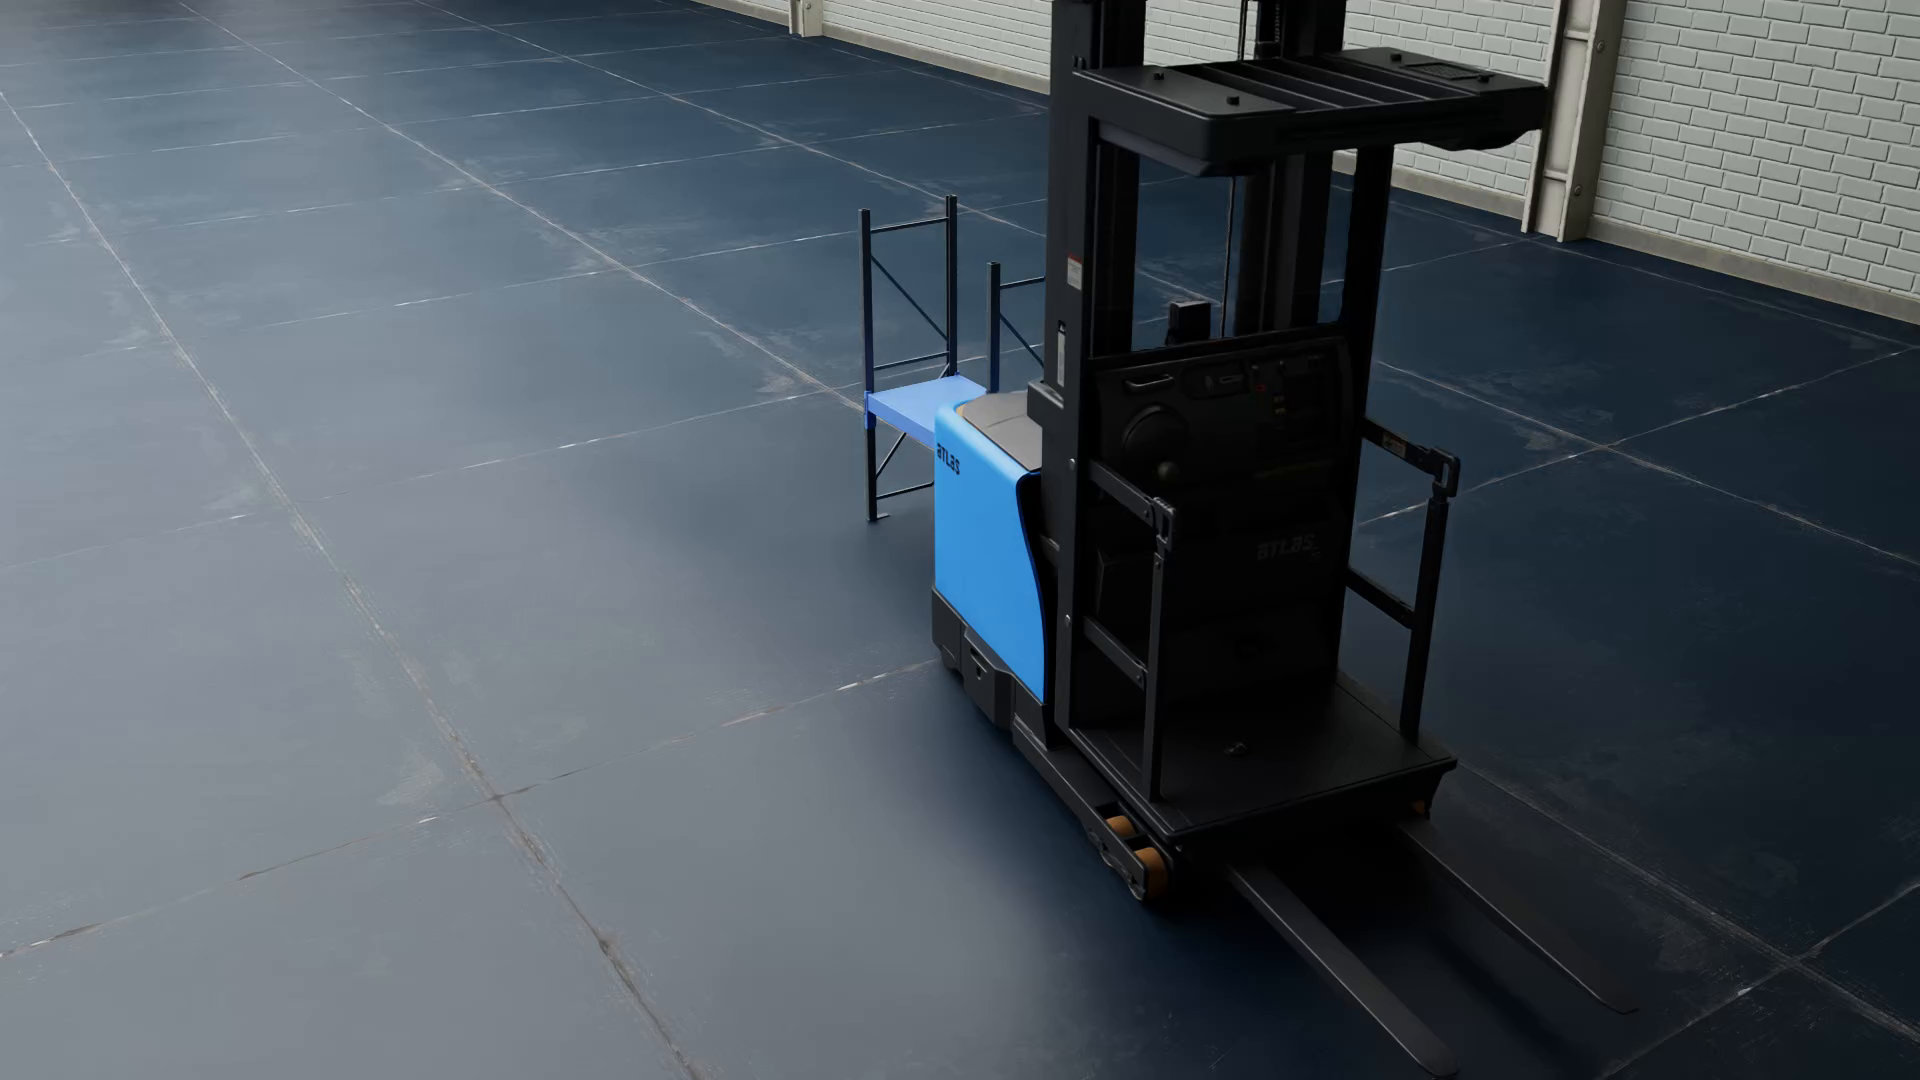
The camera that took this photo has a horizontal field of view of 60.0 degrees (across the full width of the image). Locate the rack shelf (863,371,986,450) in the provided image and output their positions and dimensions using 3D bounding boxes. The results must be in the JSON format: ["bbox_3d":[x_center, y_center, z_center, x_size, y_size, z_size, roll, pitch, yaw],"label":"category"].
[{"bbox_3d":[0.047,-0.485,7.442,0.538,0.185,1.000,-16,29,-30],"label":"rack shelf"}]

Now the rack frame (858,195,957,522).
[{"bbox_3d":[-0.231,-0.830,7.750,0.500,1.500,0.032,-16,29,-30],"label":"rack frame"}]

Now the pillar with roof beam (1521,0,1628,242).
[{"bbox_3d":[0.937,-5.407,8.662,9.100,9.000,0.400,-16,29,-30],"label":"pillar with roof beam"}]

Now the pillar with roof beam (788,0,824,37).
[{"bbox_3d":[-5.614,-9.699,17.754,9.100,9.000,0.400,-16,29,-30],"label":"pillar with roof beam"}]

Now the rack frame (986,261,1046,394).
[{"bbox_3d":[0.324,-0.466,6.980,0.500,1.500,0.032,-16,29,-30],"label":"rack frame"}]

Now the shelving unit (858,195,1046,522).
[{"bbox_3d":[0.047,-0.648,7.365,0.538,1.500,1.048,-16,29,-30],"label":"shelving unit"}]

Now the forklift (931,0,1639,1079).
[{"bbox_3d":[0.940,-0.384,5.130,1.130,2.935,3.031,-11,27,-21],"label":"forklift"}]
